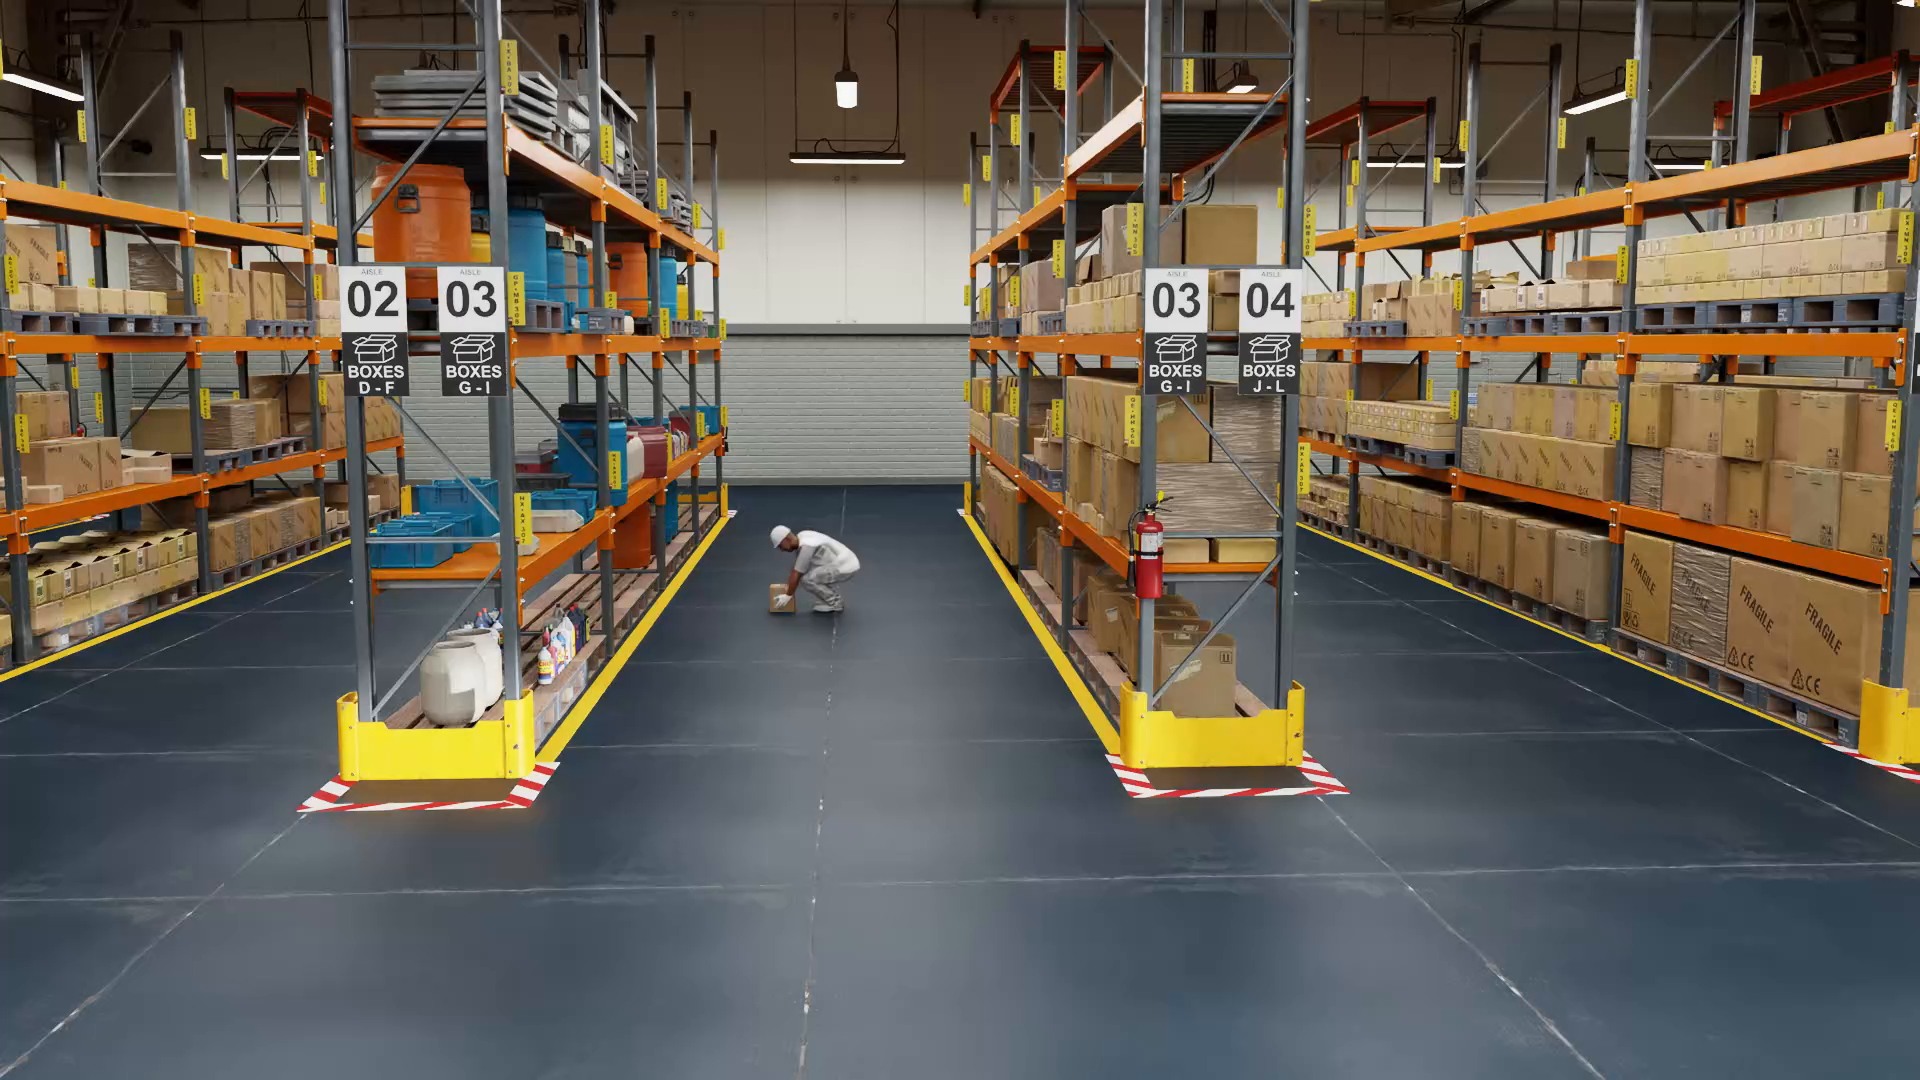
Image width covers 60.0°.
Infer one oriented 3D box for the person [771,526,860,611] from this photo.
[{"bbox_3d":[-1.482,0.286,17.079,0.907,0.886,0.576,0,7,-4],"label":"person"}]
